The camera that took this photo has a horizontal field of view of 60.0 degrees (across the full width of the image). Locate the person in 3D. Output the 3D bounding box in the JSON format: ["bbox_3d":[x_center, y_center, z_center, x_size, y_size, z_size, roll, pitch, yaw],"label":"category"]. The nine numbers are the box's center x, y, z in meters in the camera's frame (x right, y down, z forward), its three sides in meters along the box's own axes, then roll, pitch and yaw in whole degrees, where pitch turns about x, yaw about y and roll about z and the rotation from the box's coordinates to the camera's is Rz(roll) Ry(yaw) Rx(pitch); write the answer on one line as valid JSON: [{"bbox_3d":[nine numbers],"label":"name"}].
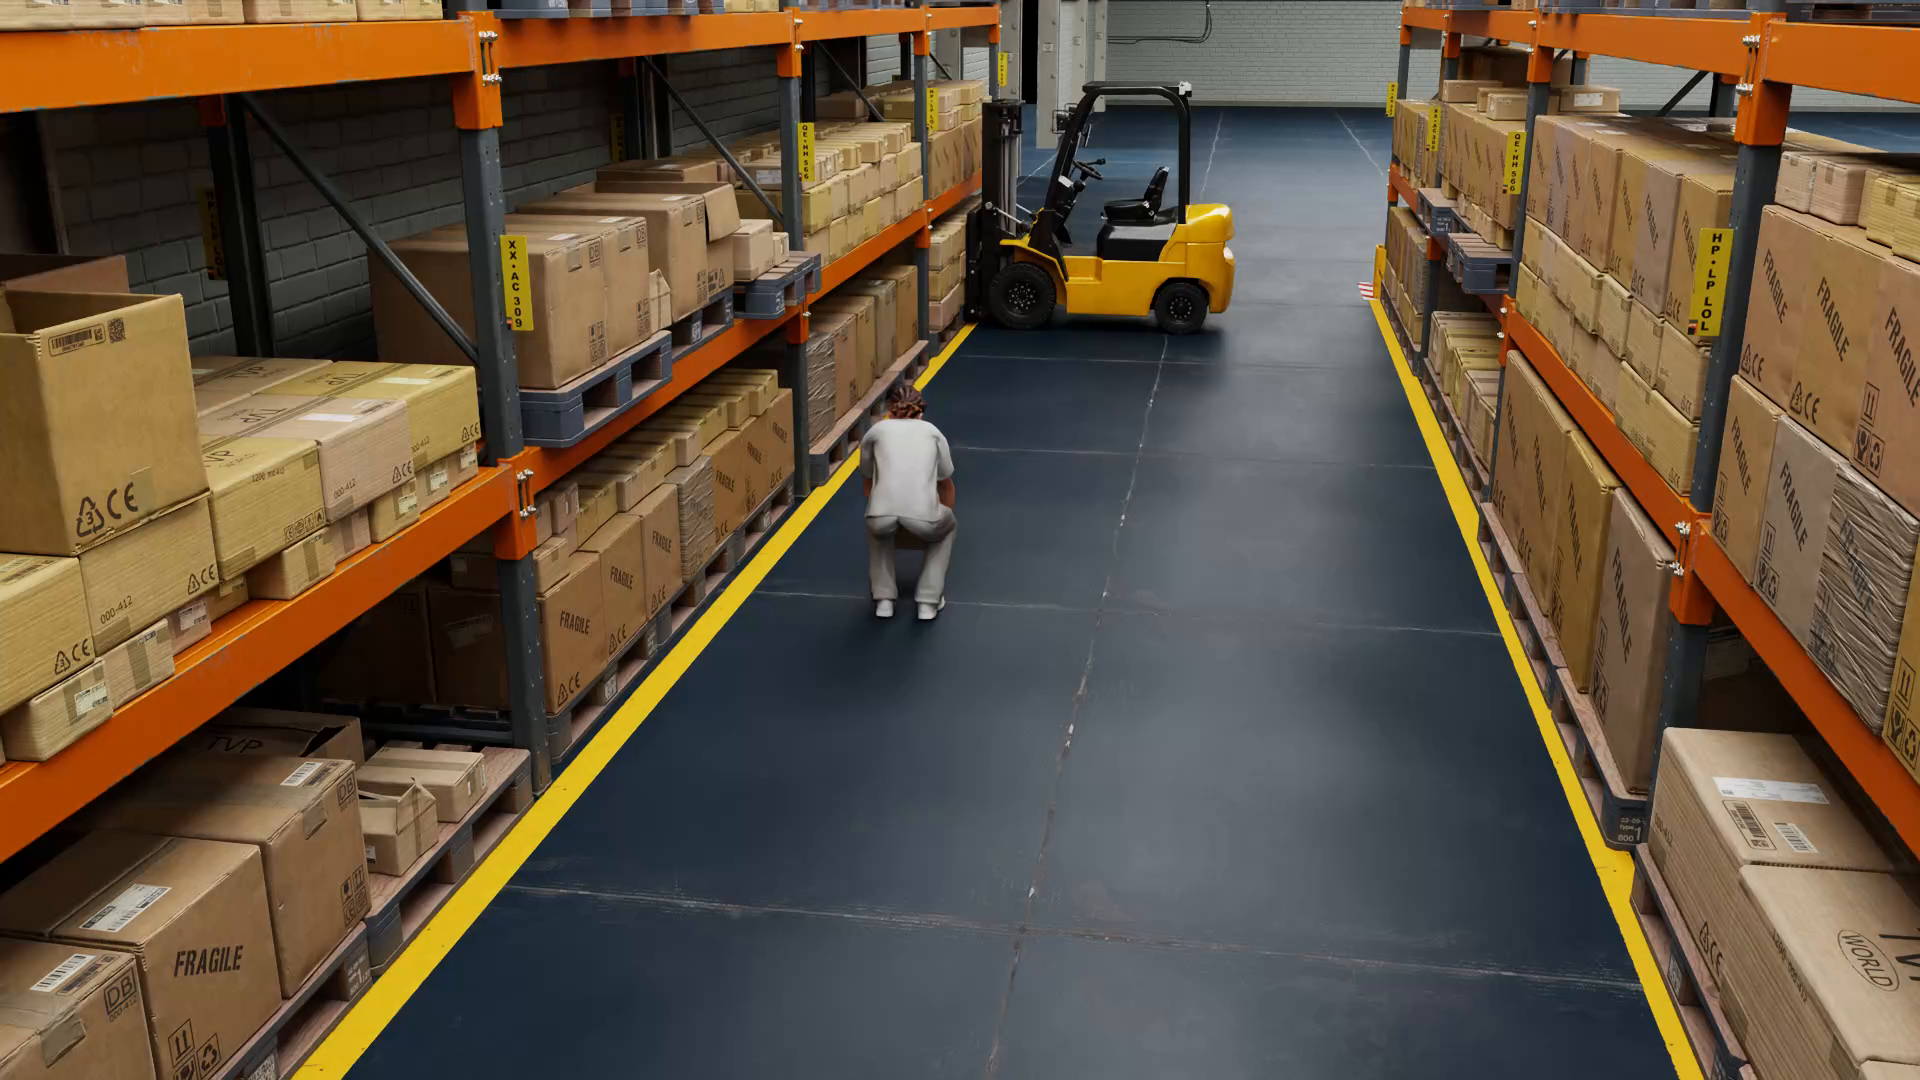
[{"bbox_3d":[-0.274,-0.179,8.130,0.491,1.048,0.761,2,18,7],"label":"person"}]
